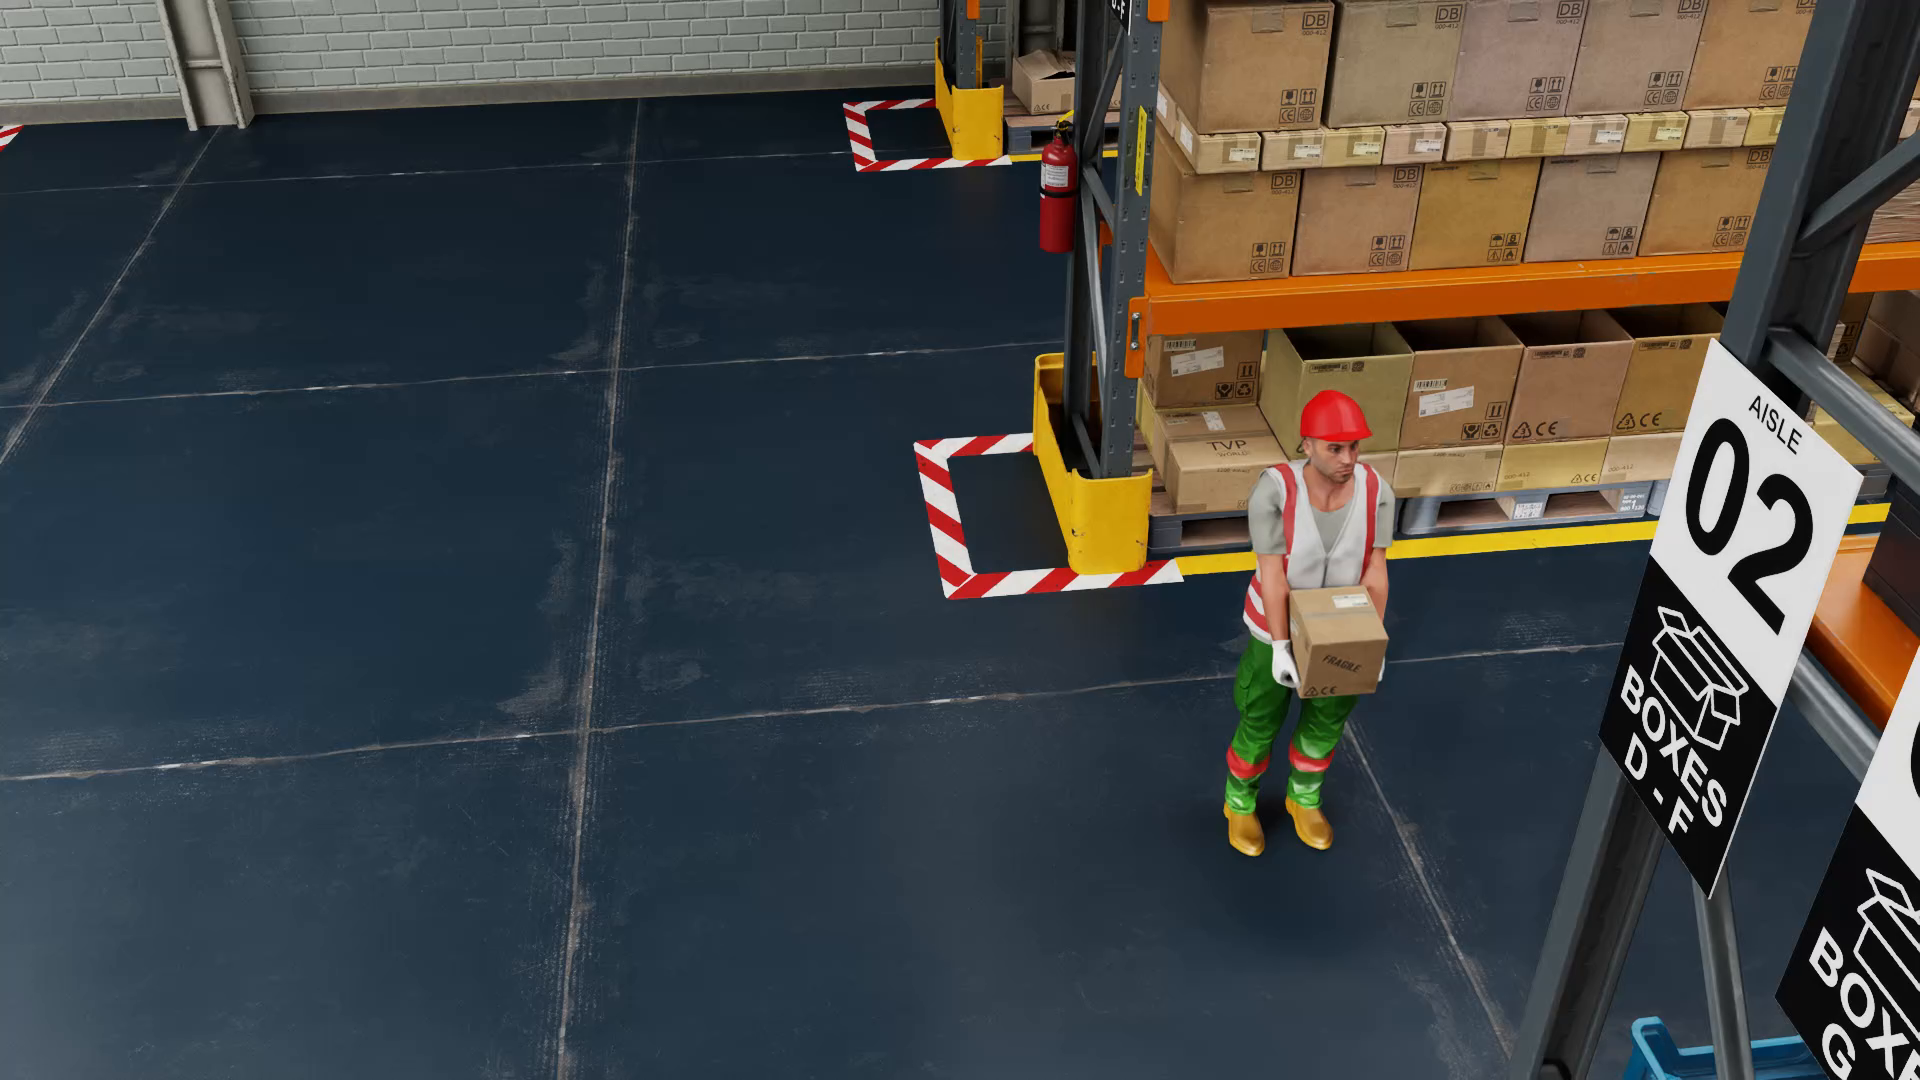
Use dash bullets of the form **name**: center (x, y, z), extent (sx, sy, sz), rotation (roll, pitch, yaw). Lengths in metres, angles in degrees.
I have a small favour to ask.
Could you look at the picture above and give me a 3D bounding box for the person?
- **person**: center (1.196, 0.364, 5.595), extent (0.494, 1.784, 0.564), rotation (-4, 35, -6)
